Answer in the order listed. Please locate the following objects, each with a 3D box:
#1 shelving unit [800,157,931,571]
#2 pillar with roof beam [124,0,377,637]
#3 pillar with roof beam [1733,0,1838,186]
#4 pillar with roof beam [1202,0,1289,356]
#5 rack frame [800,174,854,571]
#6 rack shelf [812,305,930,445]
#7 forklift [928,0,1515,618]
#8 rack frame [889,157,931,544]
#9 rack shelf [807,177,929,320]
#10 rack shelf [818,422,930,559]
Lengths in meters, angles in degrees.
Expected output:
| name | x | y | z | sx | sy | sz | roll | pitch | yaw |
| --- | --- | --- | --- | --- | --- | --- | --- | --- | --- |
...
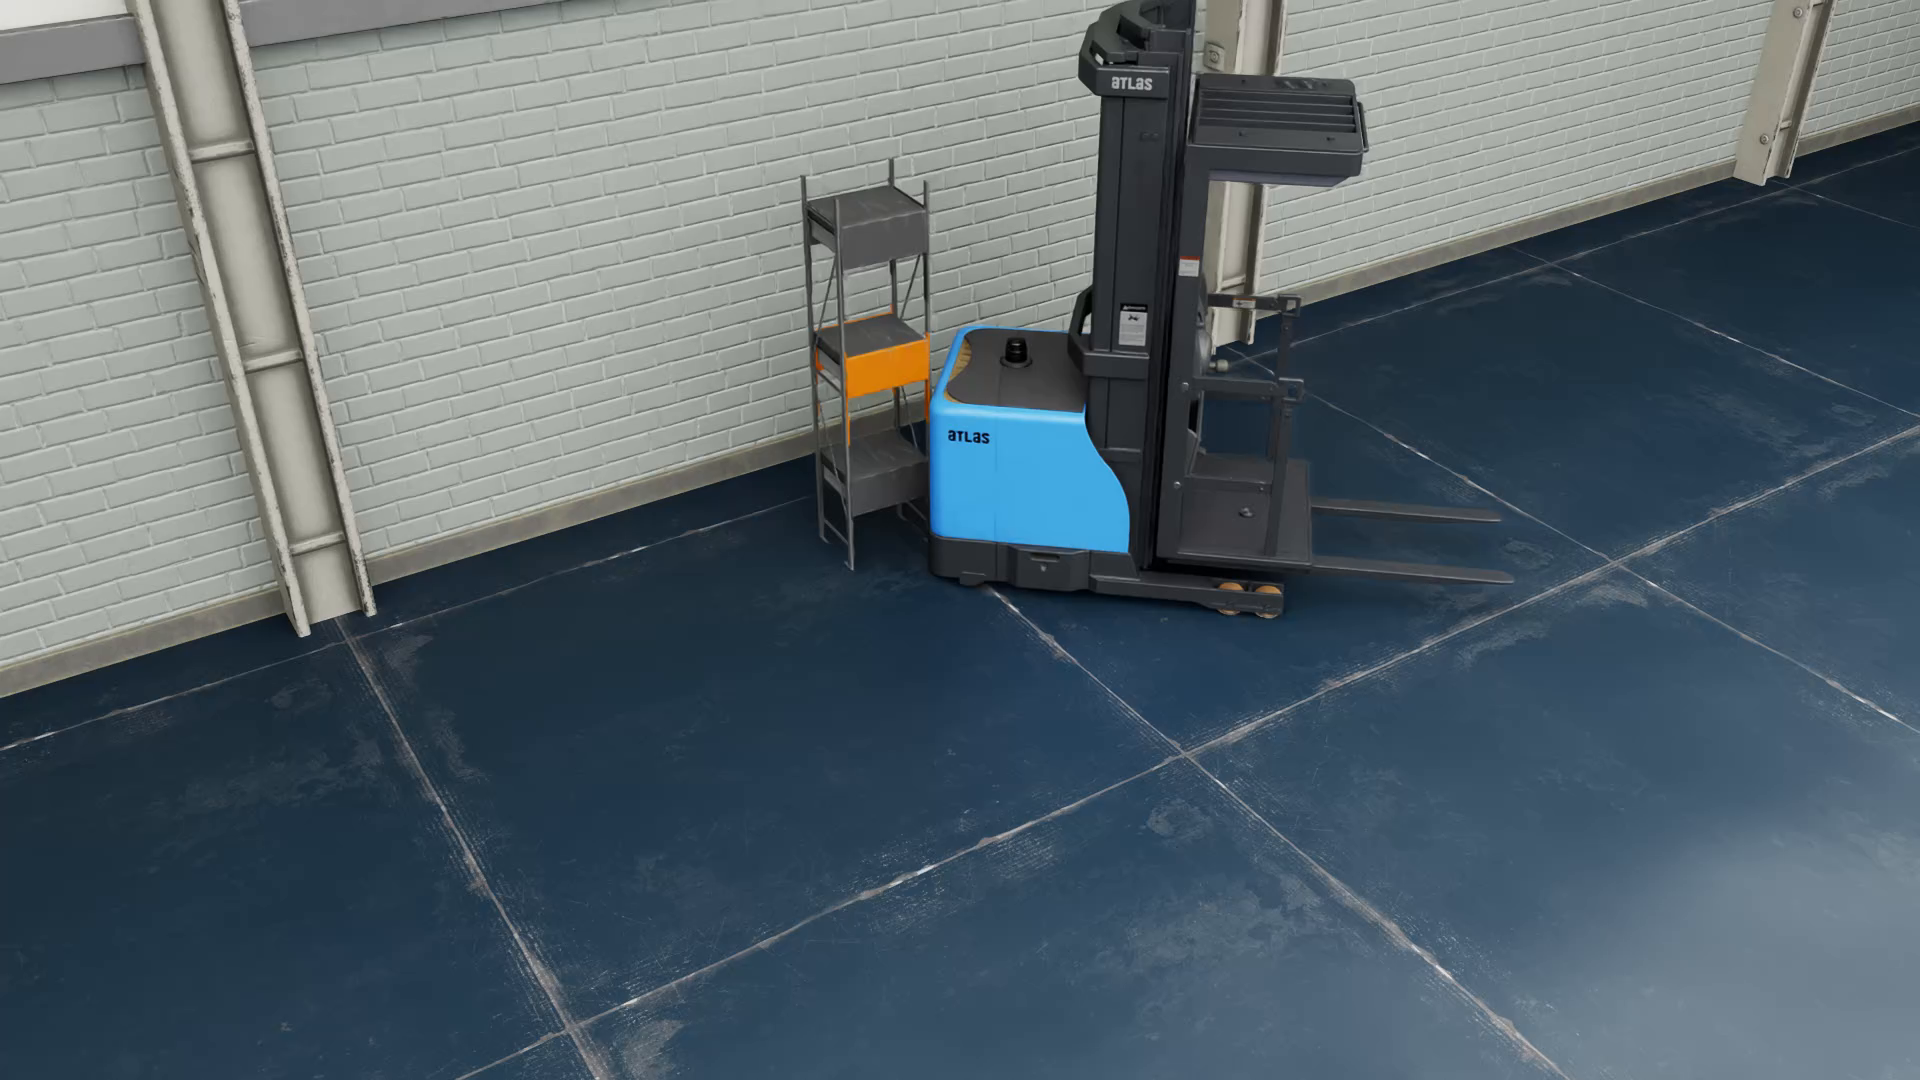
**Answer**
| name | x | y | z | sx | sy | sz | roll | pitch | yaw |
| --- | --- | --- | --- | --- | --- | --- | --- | --- | --- |
| shelving unit | -0.467 | -0.879 | 8.675 | 0.503 | 2.100 | 0.431 | -17 | 36 | -25 |
| pillar with roof beam | -0.945 | -1.505 | 3.202 | 0.400 | 9.000 | 9.100 | -19 | 37 | -27 |
| pillar with roof beam | 9.141 | -4.974 | 8.701 | 0.400 | 9.000 | 9.100 | -19 | 37 | -27 |
| pillar with roof beam | 4.098 | -3.240 | 5.951 | 0.400 | 9.000 | 9.100 | -19 | 37 | -27 |
| rack frame | -0.679 | -0.814 | 8.573 | 0.015 | 2.100 | 0.400 | -17 | 36 | -25 |
| rack shelf | -0.467 | -0.867 | 8.682 | 0.480 | 0.518 | 0.431 | -17 | 36 | -25 |
| forklift | 1.394 | -1.141 | 8.312 | 3.031 | 2.935 | 1.130 | 5 | 33 | 8 |
| rack frame | -0.255 | -0.943 | 8.777 | 0.015 | 2.100 | 0.400 | -17 | 36 | -25 |
| rack shelf | -0.467 | -1.459 | 8.308 | 0.480 | 0.518 | 0.431 | -17 | 36 | -25 |
| rack shelf | -0.467 | -0.275 | 9.055 | 0.480 | 0.518 | 0.431 | -17 | 36 | -25 |
